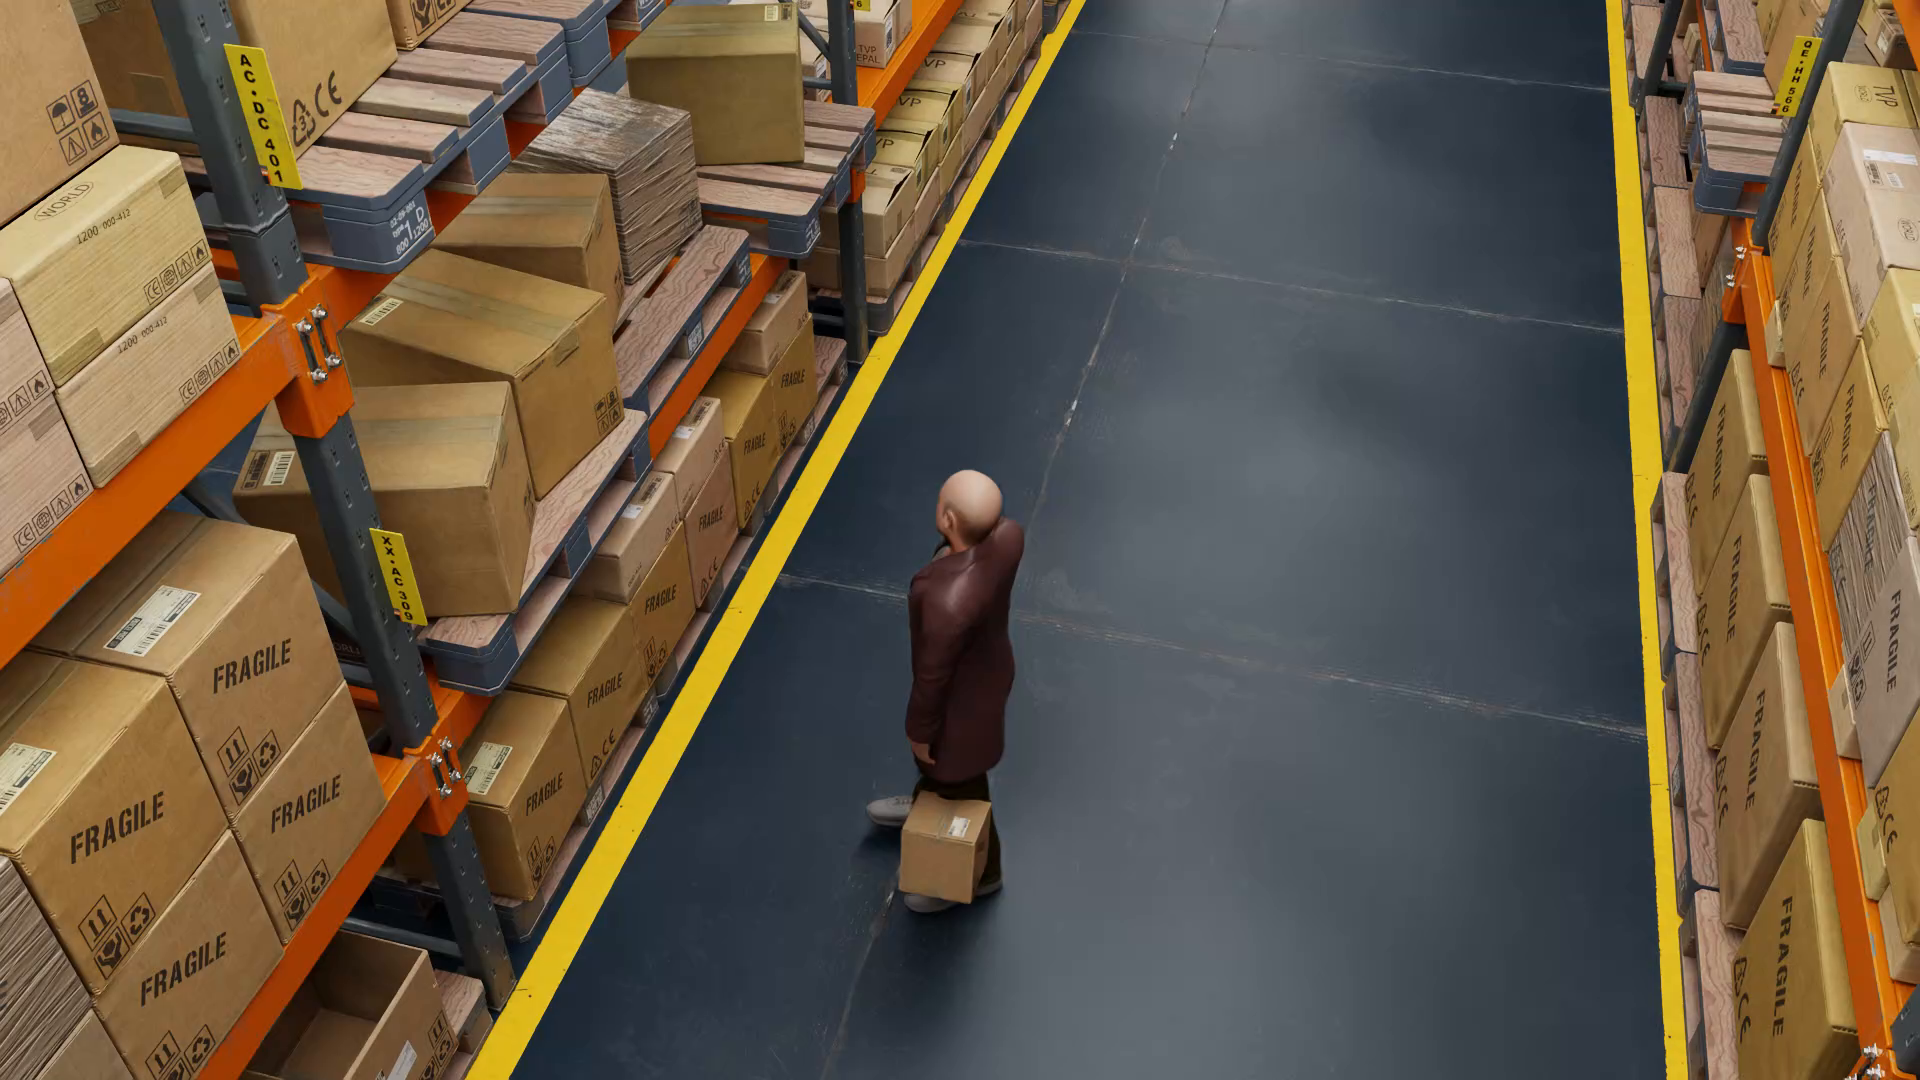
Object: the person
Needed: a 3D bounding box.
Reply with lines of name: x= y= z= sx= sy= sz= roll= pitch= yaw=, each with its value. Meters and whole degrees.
person: x=-0.036 y=0.439 z=5.611 sx=0.650 sy=1.775 sz=0.638 roll=-32 pitch=50 yaw=-32
